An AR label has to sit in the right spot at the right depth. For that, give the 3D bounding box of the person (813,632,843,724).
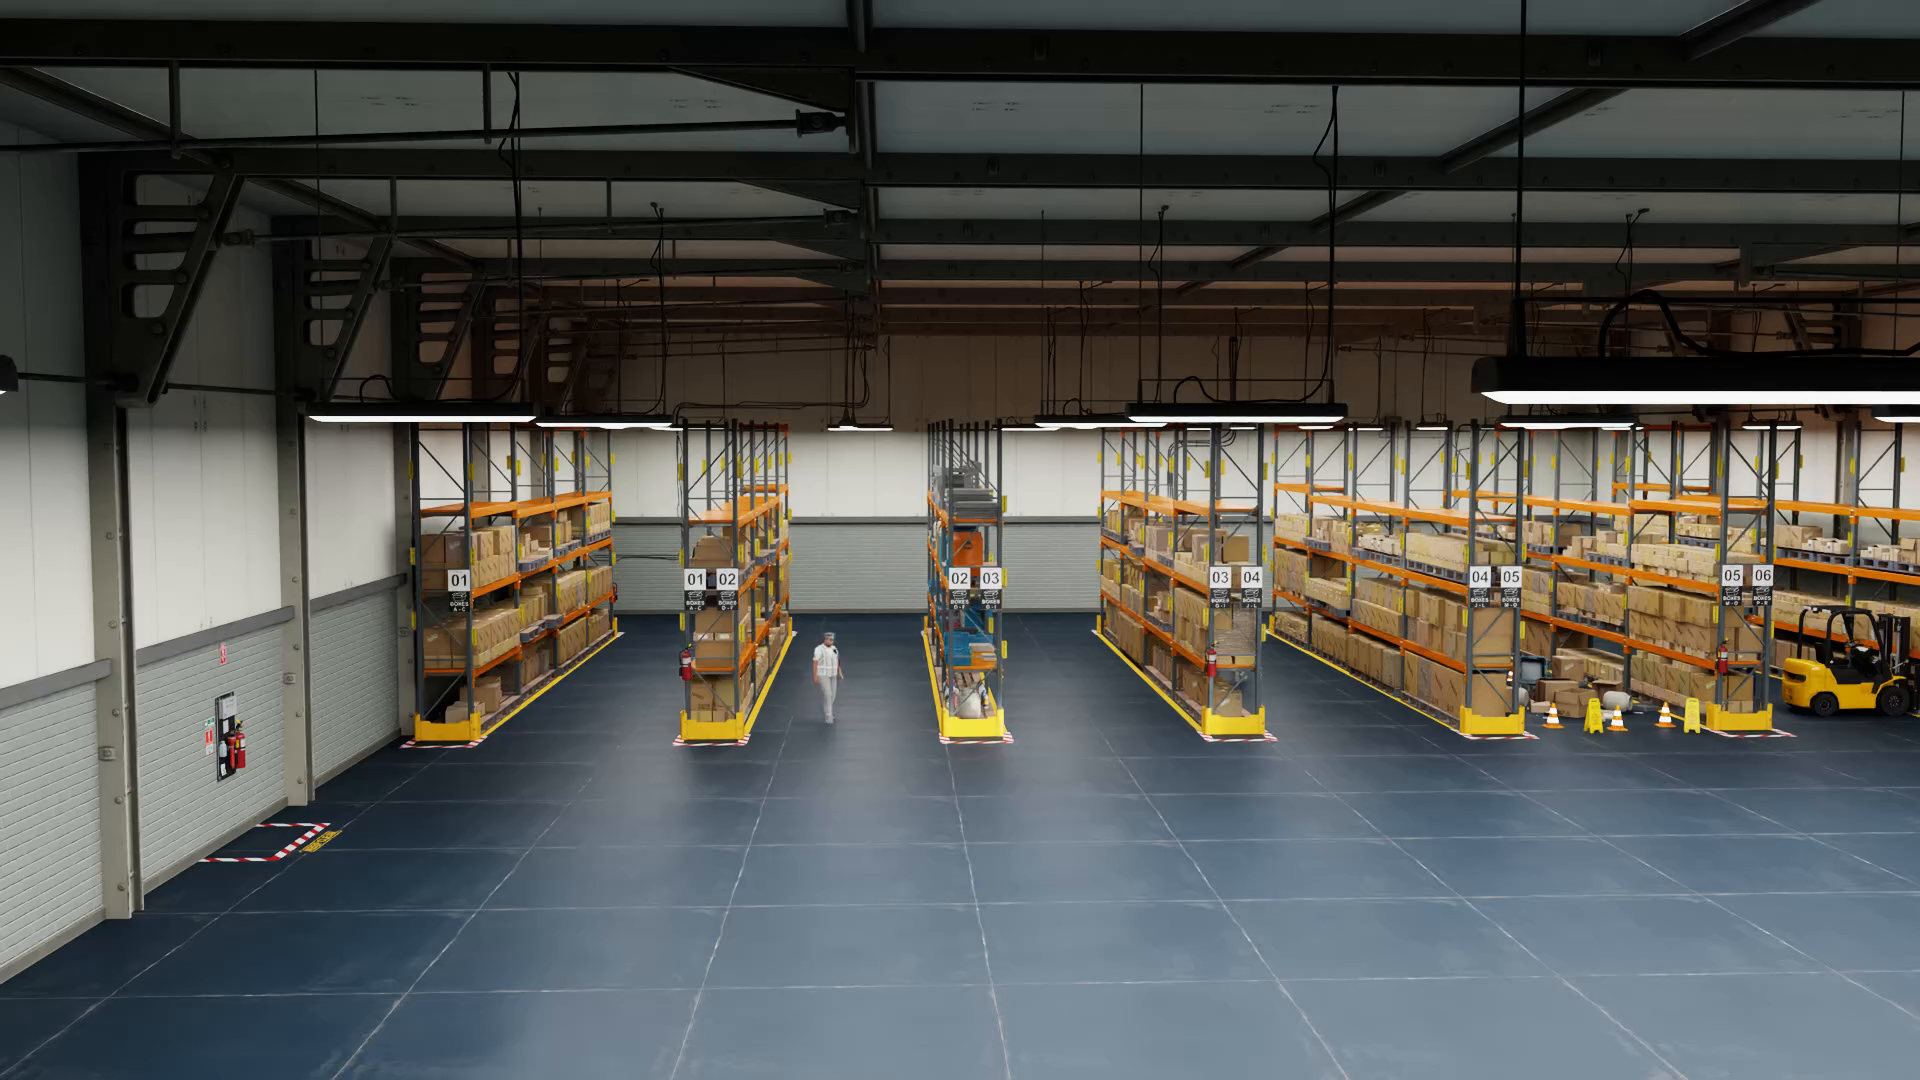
[{"bbox_3d":[-2.588,2.758,33.150,0.562,1.807,0.605,-4,5,-44],"label":"person"}]

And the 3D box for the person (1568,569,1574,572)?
[{"bbox_3d":[17.924,1.711,48.833,0.671,1.702,1.009,1,4,14],"label":"person"}]

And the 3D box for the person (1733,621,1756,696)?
[{"bbox_3d":[17.126,2.615,36.221,0.496,1.695,0.606,0,4,-7],"label":"person"}]

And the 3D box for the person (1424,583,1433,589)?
[{"bbox_3d":[12.811,2.006,45.340,0.453,1.723,0.581,-2,4,-32],"label":"person"}]

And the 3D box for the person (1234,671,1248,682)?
[{"bbox_3d":[6.393,2.422,38.368,0.514,1.673,0.425,0,4,4],"label":"person"}]
